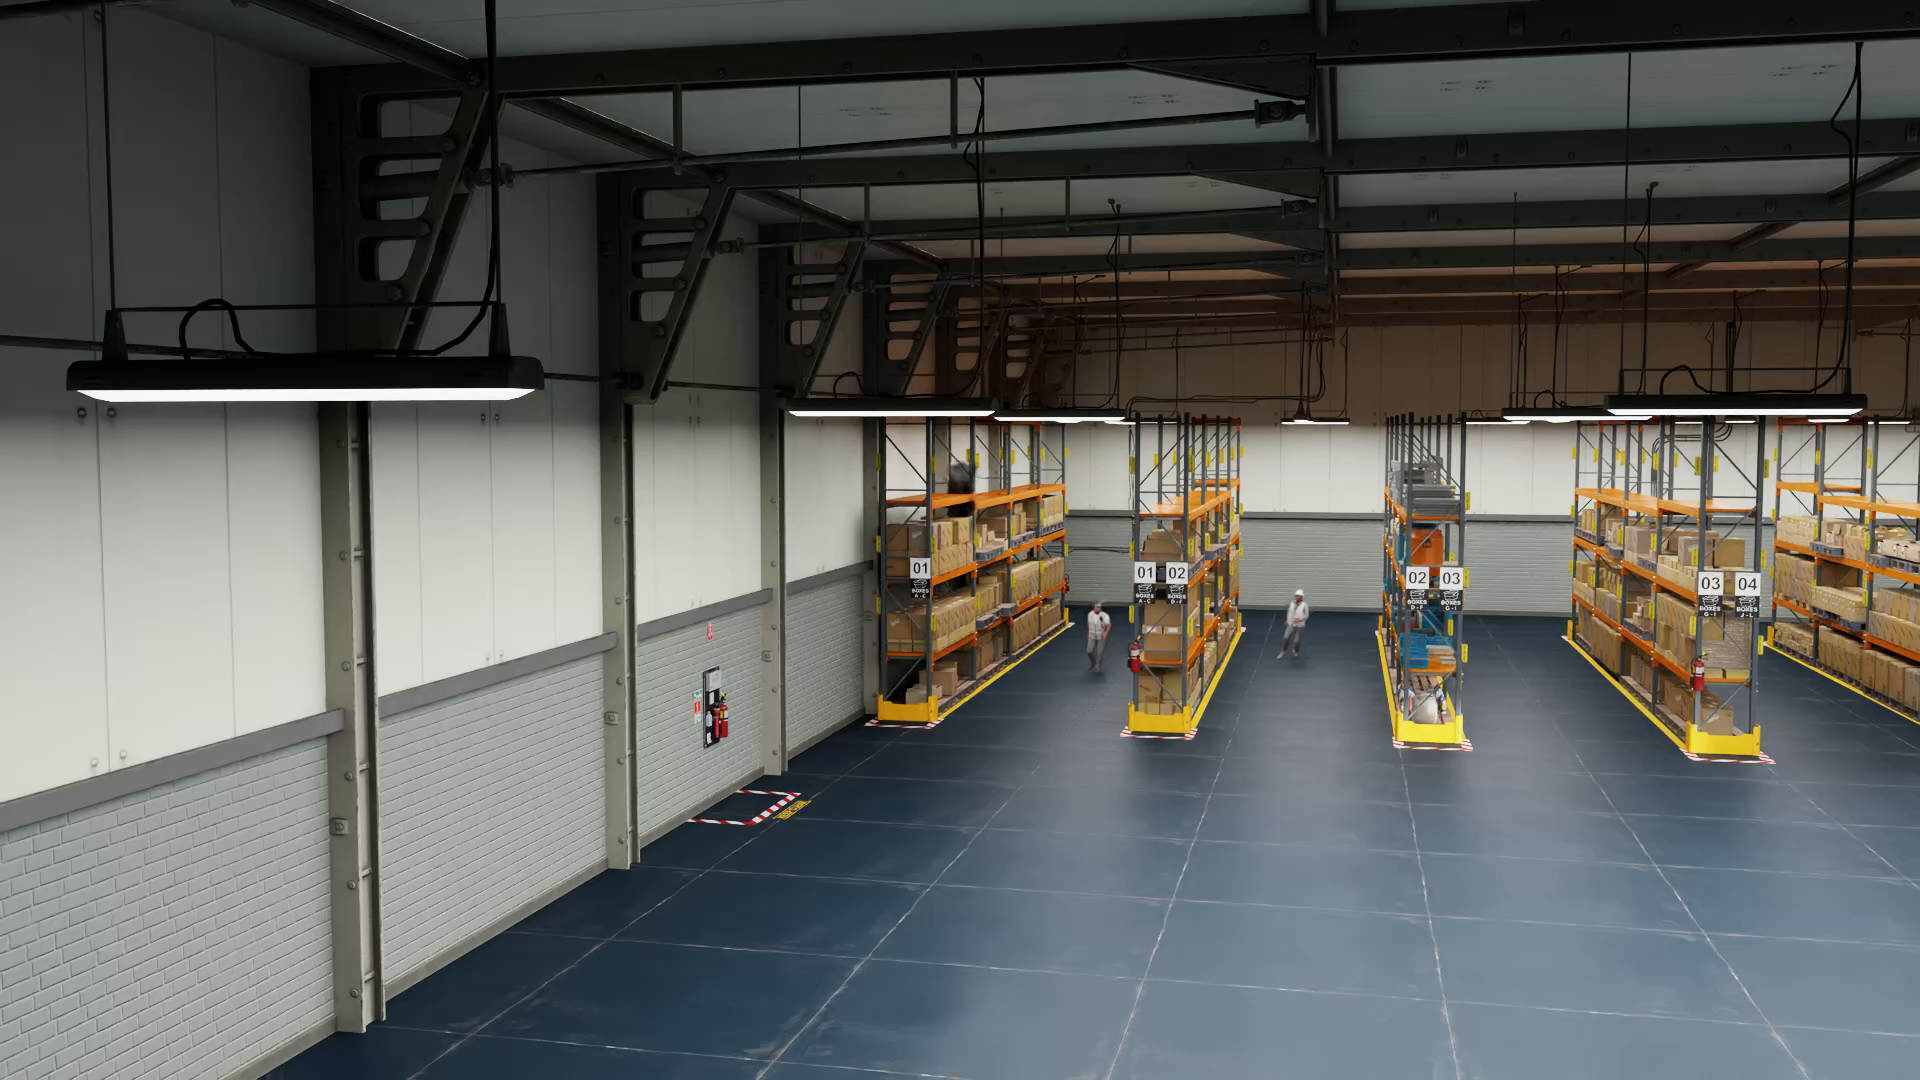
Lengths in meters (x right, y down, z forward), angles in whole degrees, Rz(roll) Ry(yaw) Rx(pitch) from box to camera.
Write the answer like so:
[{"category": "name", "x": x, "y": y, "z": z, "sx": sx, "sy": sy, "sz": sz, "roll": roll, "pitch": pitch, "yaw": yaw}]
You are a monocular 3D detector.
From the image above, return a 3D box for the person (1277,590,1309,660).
[{"category": "person", "x": 8.215, "y": 2.077, "z": 40.818, "sx": 0.742, "sy": 1.715, "sz": 0.801, "roll": 2, "pitch": 4, "yaw": 29}]

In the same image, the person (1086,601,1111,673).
[{"category": "person", "x": 3.180, "y": 2.258, "z": 38.546, "sx": 0.644, "sy": 1.705, "sz": 0.796, "roll": 1, "pitch": 4, "yaw": 16}]
